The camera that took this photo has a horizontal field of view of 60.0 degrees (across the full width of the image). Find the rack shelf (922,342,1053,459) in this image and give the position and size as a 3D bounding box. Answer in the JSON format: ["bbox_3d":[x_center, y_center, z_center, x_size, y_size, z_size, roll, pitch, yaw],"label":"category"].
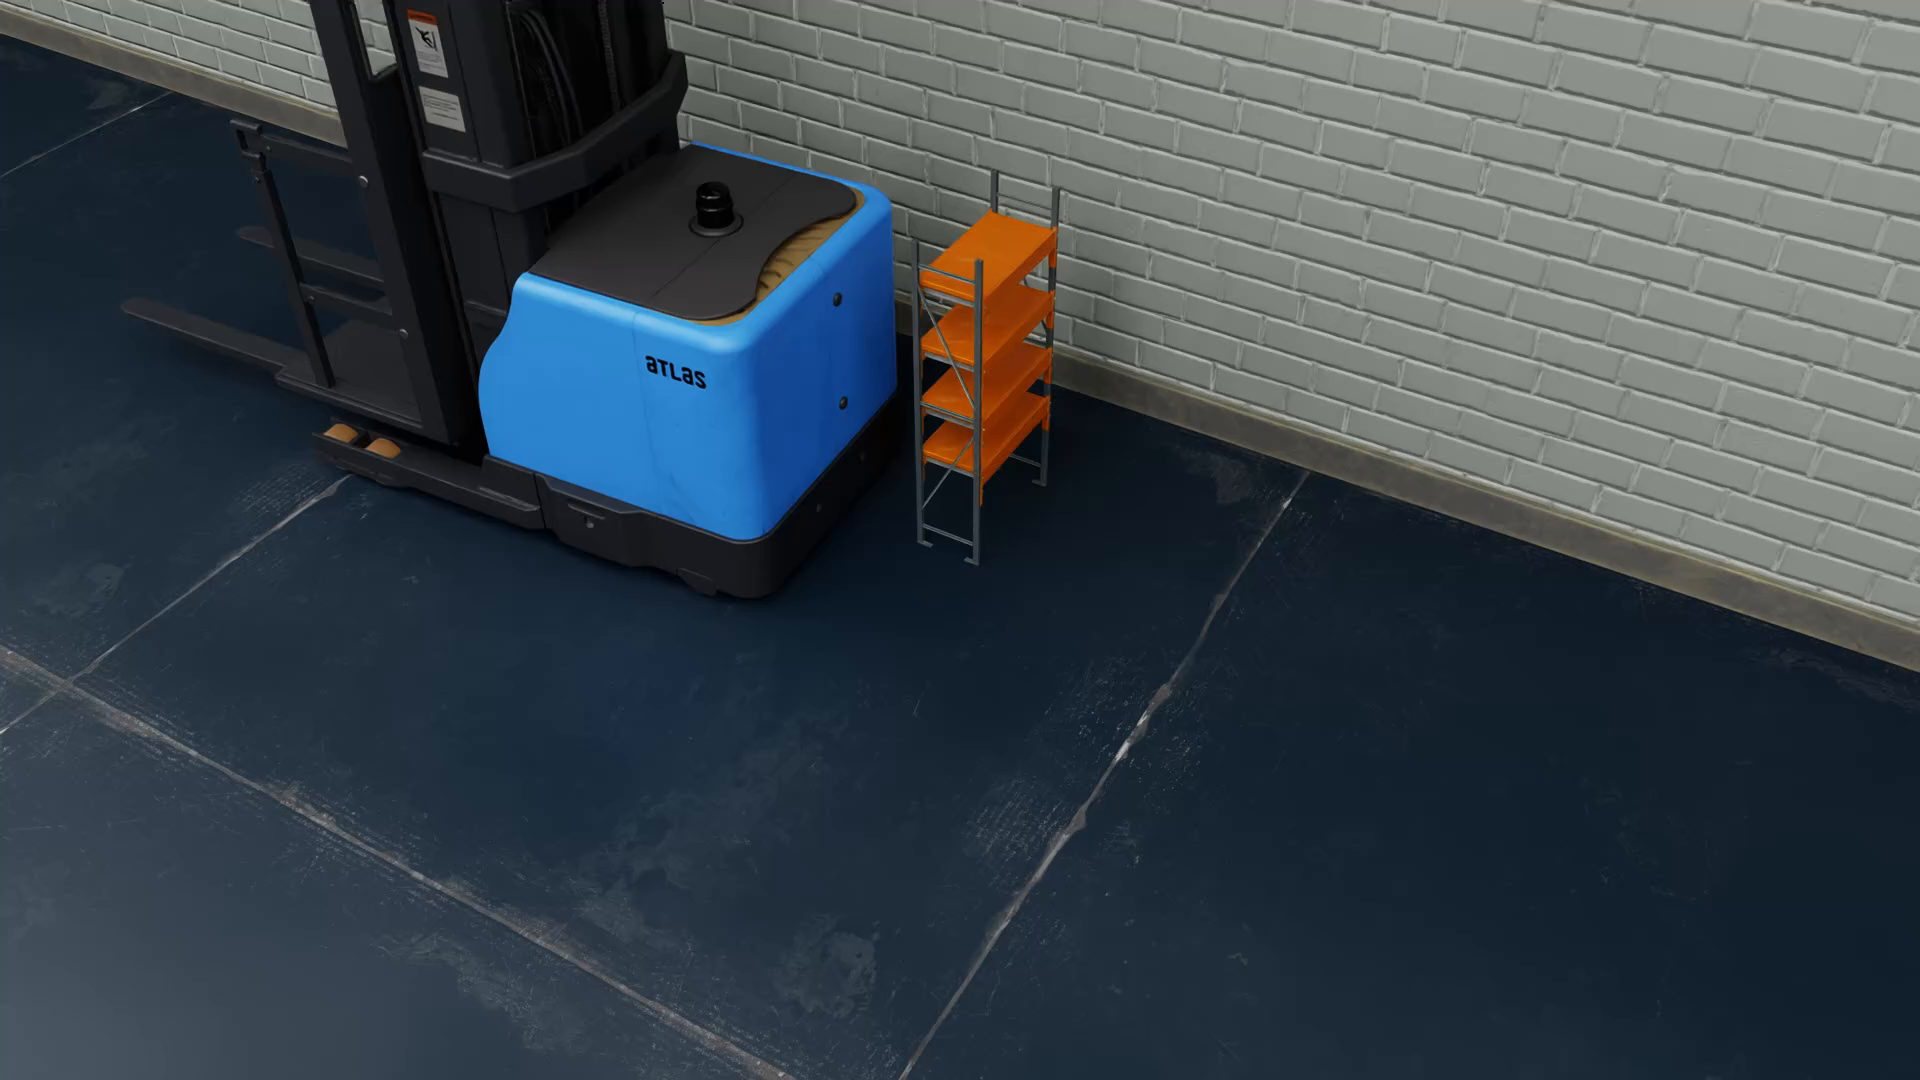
[{"bbox_3d":[0.083,-0.495,5.505,0.258,0.148,0.480,21,45,22],"label":"rack shelf"}]

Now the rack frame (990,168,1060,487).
[{"bbox_3d":[0.205,-0.685,5.620,0.240,1.200,0.015,21,45,22],"label":"rack frame"}]

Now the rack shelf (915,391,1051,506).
[{"bbox_3d":[0.083,-0.345,5.637,0.258,0.148,0.480,21,45,22],"label":"rack shelf"}]

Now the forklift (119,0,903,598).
[{"bbox_3d":[-1.760,-1.589,5.337,3.031,2.935,1.130,18,45,20],"label":"forklift"}]

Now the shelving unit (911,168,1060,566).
[{"bbox_3d":[0.083,-0.545,5.461,0.258,1.200,0.503,21,45,22],"label":"shelving unit"}]

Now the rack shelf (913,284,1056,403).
[{"bbox_3d":[0.083,-0.662,5.358,0.258,0.148,0.480,21,45,22],"label":"rack shelf"}]

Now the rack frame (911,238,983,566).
[{"bbox_3d":[-0.039,-0.405,5.302,0.240,1.200,0.015,21,45,22],"label":"rack frame"}]

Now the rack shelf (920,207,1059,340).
[{"bbox_3d":[0.083,-0.840,5.201,0.258,0.148,0.480,21,45,22],"label":"rack shelf"}]
